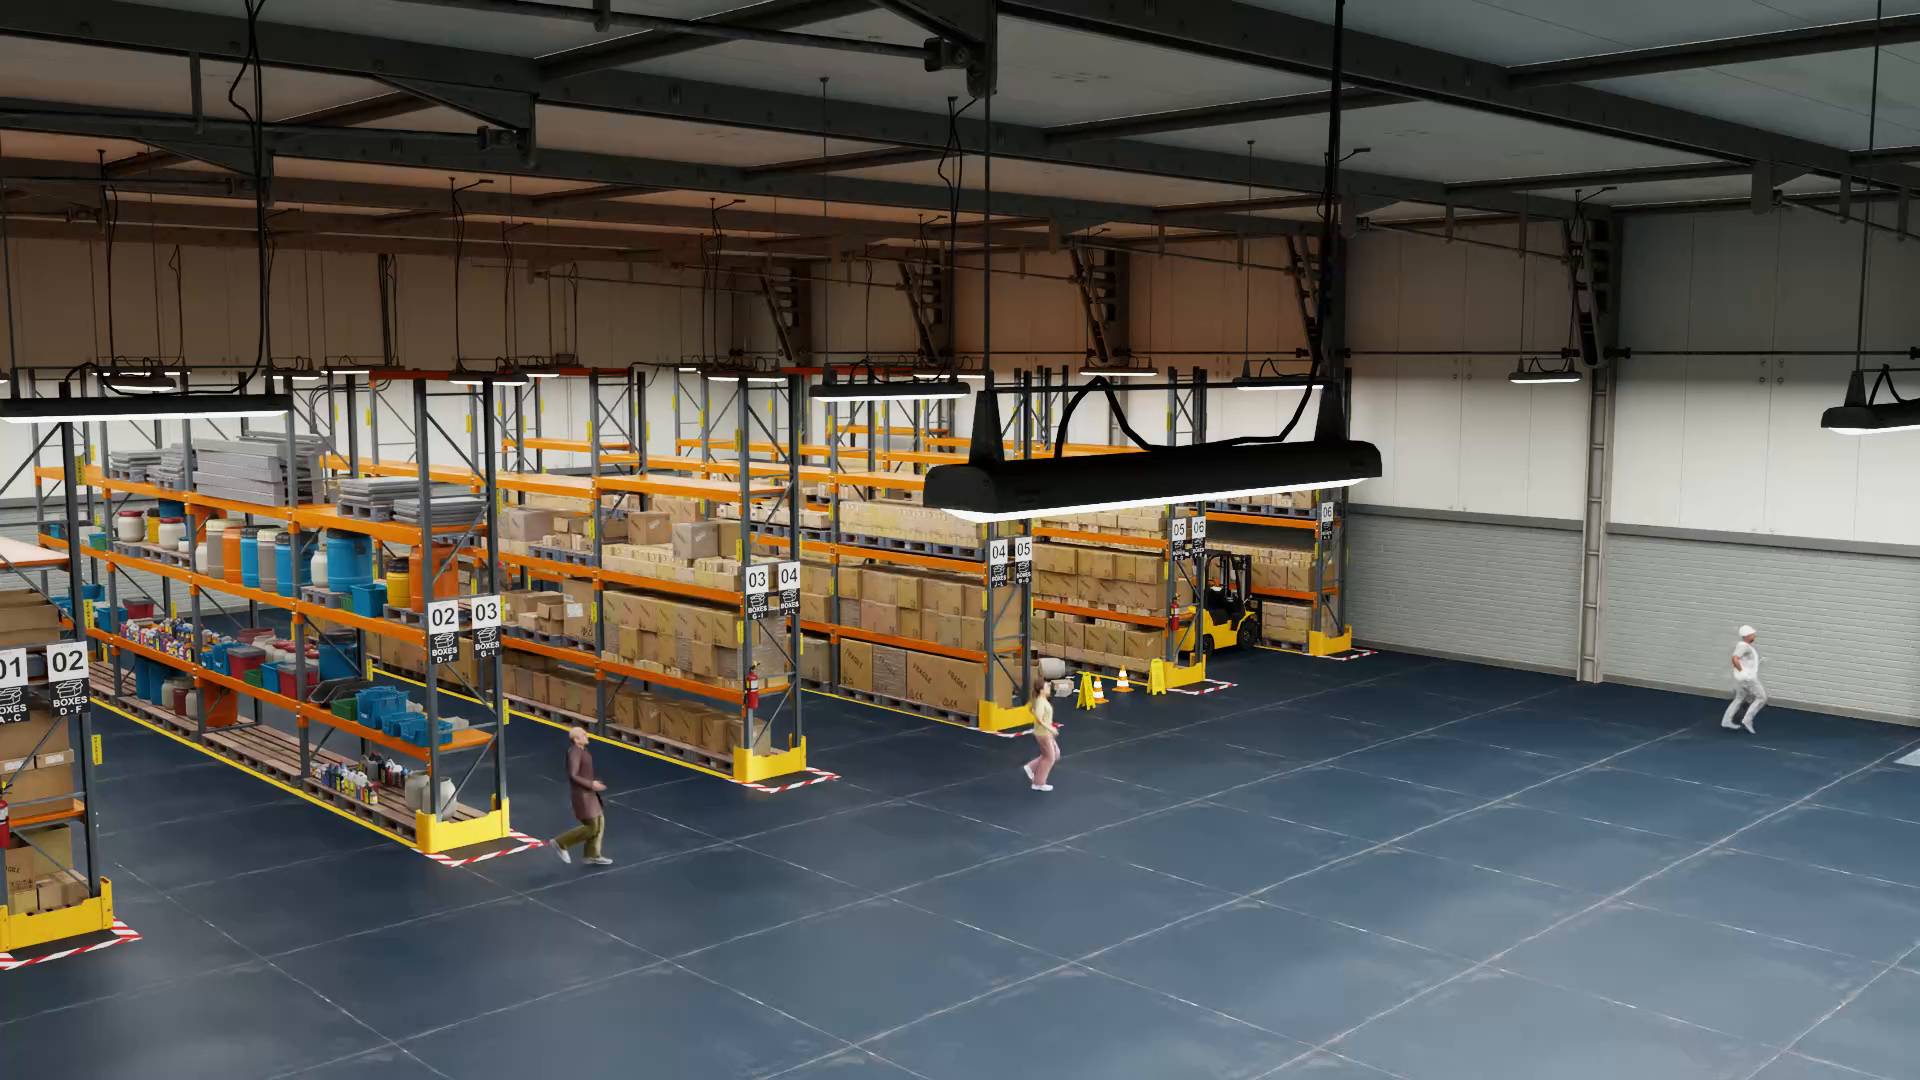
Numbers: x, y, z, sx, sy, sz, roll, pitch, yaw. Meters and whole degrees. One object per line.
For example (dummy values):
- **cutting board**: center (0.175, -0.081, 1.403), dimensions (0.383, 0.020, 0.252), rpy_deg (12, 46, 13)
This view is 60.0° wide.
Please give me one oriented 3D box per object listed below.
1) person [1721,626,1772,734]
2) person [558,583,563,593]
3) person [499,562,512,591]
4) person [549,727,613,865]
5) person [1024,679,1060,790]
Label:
- **person**: center (13.124, 2.326, 27.702), dimensions (0.725, 1.806, 0.656), rpy_deg (1, 7, 12)
- **person**: center (-9.888, 0.798, 41.936), dimensions (0.551, 1.637, 0.565), rpy_deg (-5, 8, -35)
- **person**: center (-10.340, 1.319, 37.072), dimensions (0.705, 1.721, 0.784), rpy_deg (-5, 8, -35)
- **person**: center (-4.681, 3.210, 20.479), dimensions (0.757, 1.688, 0.726), rpy_deg (-1, 7, -12)
- **person**: center (1.191, 2.815, 24.082), dimensions (0.535, 1.633, 0.584), rpy_deg (0, 6, -3)
